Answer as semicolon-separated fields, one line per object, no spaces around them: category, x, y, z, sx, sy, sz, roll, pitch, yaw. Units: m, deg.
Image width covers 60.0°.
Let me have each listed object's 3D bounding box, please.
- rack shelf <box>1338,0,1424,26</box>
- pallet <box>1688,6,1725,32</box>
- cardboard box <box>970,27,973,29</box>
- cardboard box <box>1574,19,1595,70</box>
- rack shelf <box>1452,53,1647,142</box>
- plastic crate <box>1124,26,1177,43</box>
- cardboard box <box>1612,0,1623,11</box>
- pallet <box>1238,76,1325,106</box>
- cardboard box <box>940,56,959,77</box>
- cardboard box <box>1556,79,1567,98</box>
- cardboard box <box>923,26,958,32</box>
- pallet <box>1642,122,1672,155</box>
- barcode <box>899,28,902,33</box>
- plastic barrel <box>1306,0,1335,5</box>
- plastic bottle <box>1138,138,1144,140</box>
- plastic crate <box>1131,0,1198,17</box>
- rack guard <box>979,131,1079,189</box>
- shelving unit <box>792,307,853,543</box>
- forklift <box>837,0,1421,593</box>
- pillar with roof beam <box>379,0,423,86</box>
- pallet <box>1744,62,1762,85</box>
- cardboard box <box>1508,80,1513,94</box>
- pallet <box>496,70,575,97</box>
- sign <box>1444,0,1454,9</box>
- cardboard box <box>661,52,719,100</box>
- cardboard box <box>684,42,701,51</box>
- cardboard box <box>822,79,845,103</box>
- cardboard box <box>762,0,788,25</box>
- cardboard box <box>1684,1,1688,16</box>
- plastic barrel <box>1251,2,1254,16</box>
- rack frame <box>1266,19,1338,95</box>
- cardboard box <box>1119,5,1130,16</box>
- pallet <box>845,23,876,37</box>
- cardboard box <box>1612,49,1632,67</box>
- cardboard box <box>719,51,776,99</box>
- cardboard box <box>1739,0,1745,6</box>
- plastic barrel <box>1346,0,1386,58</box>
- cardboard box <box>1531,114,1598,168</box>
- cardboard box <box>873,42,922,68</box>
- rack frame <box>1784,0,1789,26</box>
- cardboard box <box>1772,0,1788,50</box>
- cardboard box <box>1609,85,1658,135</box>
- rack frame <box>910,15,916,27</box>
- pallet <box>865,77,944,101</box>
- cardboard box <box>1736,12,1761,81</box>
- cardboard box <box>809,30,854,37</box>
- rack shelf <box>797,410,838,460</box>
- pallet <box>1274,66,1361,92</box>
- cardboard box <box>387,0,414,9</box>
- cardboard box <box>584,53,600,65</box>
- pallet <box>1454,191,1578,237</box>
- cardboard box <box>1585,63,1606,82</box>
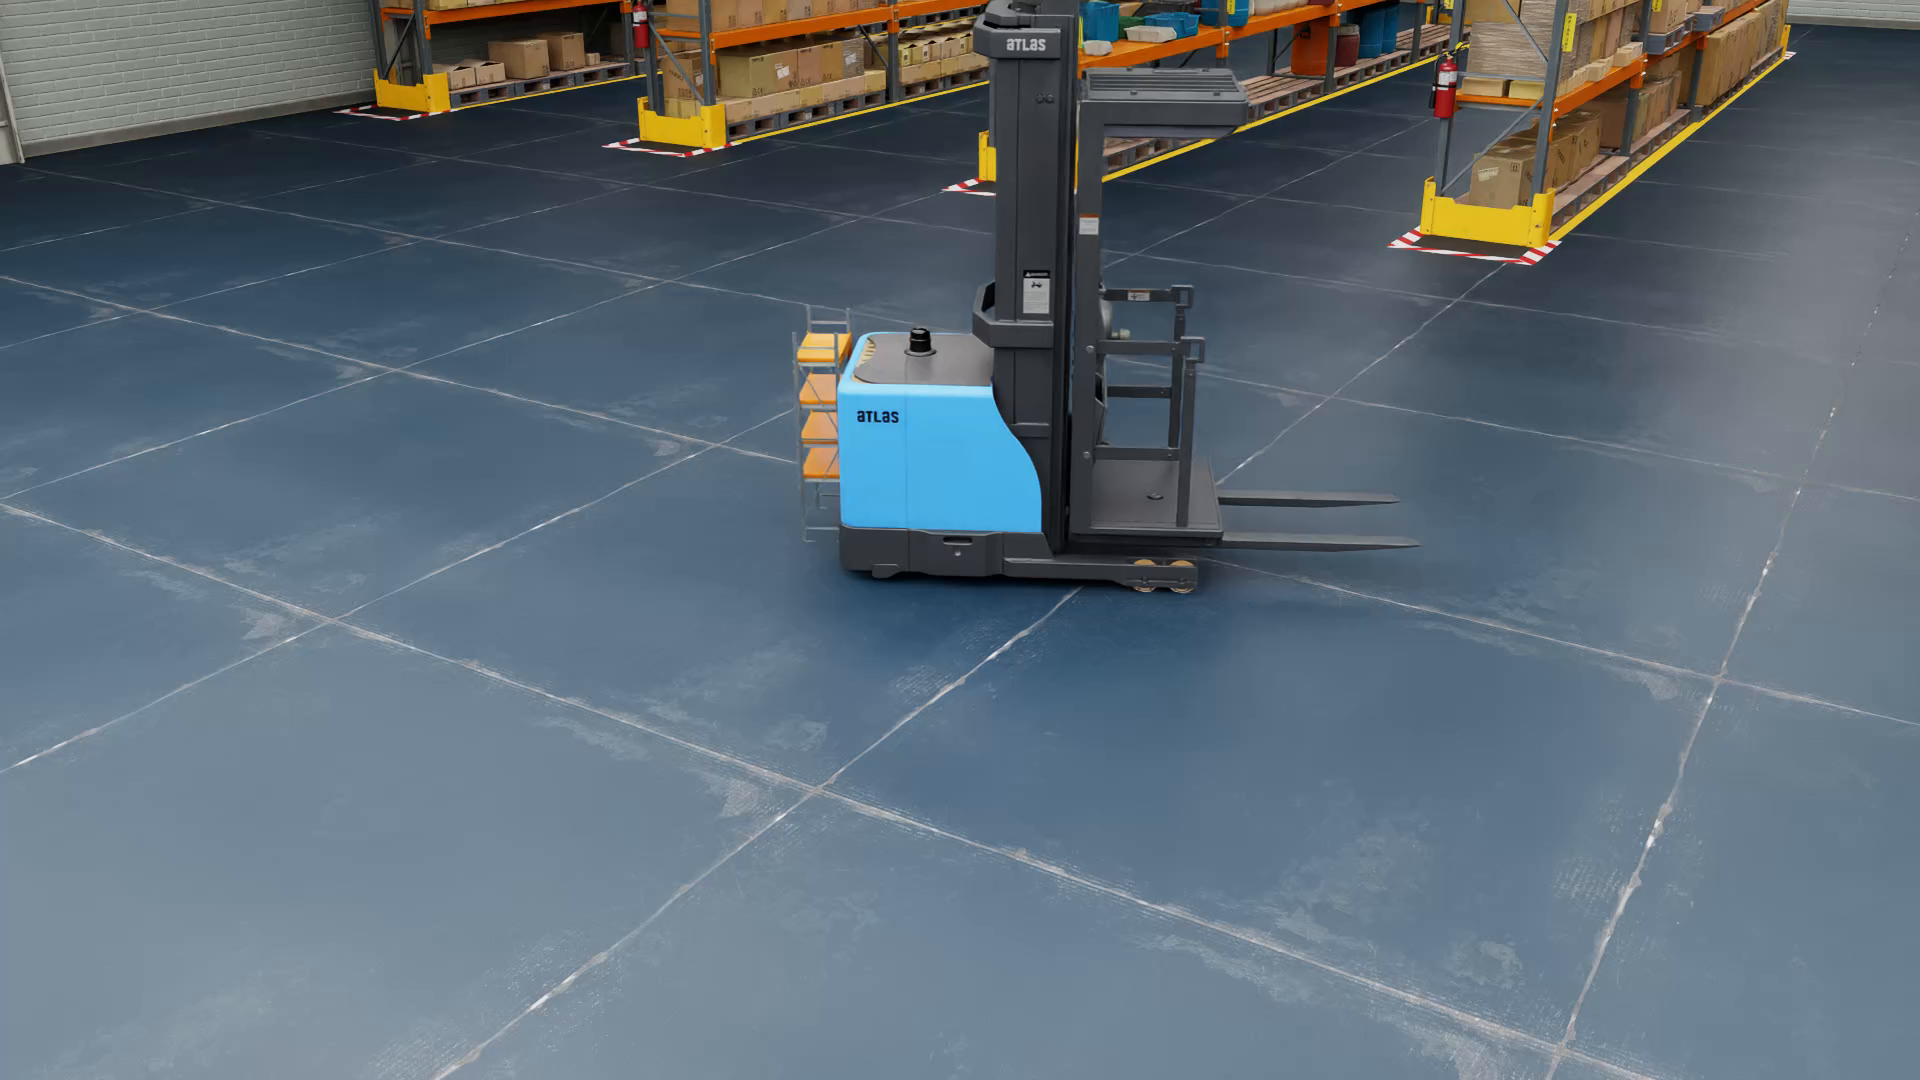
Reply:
rack shelf;6.048;-8.341;25.647;1.077;0.370;4.000;14;27;29
pallet;8.916;-6.607;20.978;1.213;0.211;1.003;14;27;29
cardboard box;0.451;-7.818;25.761;0.500;0.311;0.500;13;27;28
cardboard box;5.757;-4.974;16.463;0.875;0.500;0.500;14;27;29
rack shelf;6.036;-4.603;17.012;1.077;0.370;4.000;14;27;29
plastic crate;2.242;-5.924;19.490;0.530;0.136;0.437;14;27;29
cardboard box;6.294;-5.534;16.499;0.500;0.500;0.500;14;27;29
pallet;4.552;-6.463;23.913;1.003;0.211;1.213;14;27;29
cardboard box;-0.358;-7.048;24.687;0.500;0.250;0.500;13;27;27
cardboard box;5.482;-4.269;15.652;0.380;0.149;0.250;14;27;29
cardboard box;-0.280;-7.757;25.620;0.500;0.311;0.500;13;27;28
pallet;8.143;-5.005;20.545;1.003;0.211;1.213;14;27;29
barcode;-0.835;-7.179;23.442;0.001;0.075;0.075;14;27;29
plastic barrel;5.006;-7.838;23.409;0.600;0.536;0.708;14;27;29
plastic bottle;2.129;-4.870;19.590;0.061;0.283;0.133;14;27;30
plastic crate;2.499;-6.467;20.492;0.767;0.338;0.504;14;27;29
rack guard;0.773;-4.184;18.286;1.175;0.500;0.348;14;27;29
shelving unit;-0.739;-0.635;9.204;0.258;1.200;0.503;1;23;4
forklift;0.905;-1.289;8.538;3.031;2.935;1.130;2;23;4
pillar with roof beam;-4.352;-9.640;20.192;9.100;9.000;0.400;14;27;29
pallet;11.779;-7.268;25.774;1.003;0.211;1.213;14;27;29
cardboard box;5.089;-4.366;15.876;0.380;0.149;0.250;14;27;29
pallet;-6.500;-6.795;24.680;1.003;0.211;1.213;14;27;29
sign;4.520;-5.057;15.301;0.100;0.325;0.005;14;27;29
cardboard box;-3.403;-5.853;20.984;0.500;0.500;0.500;14;27;29
cardboard box;-4.626;-8.377;27.418;0.700;0.500;0.500;14;27;30
cardboard box;-1.905;-6.075;22.440;0.500;0.250;0.500;14;27;29
cardboard box;-2.636;-6.880;21.242;0.700;0.500;0.500;14;27;29
cardboard box;8.551;-6.470;20.059;0.396;0.266;0.258;13;27;27
plastic barrel;3.712;-6.997;21.811;0.301;0.262;0.301;0;23;0
rack frame;4.993;-7.996;23.944;1.000;3.000;0.127;14;27;29
cardboard box;2.612;-9.048;28.968;0.500;0.500;0.500;14;27;29
pallet;-2.299;-9.453;30.820;1.003;0.211;1.213;14;27;29
cardboard box;6.867;-5.096;17.563;0.380;0.149;0.250;14;27;29
cardboard box;-2.699;-5.914;21.123;0.500;0.500;0.500;14;27;29
cardboard box;10.760;-7.795;23.355;0.500;0.500;0.500;14;27;28
plastic barrel;6.428;-8.157;26.428;0.600;0.901;0.708;14;27;29
cardboard box;6.550;-4.332;18.099;0.500;0.500;0.500;-18;29;-36
cardboard box;-0.893;-6.961;23.780;0.500;0.311;0.500;14;27;29
rack frame;13.421;-9.658;27.784;1.000;3.000;0.127;14;27;29
cardboard box;13.151;-8.643;27.585;0.875;0.875;0.875;14;27;29
cardboard box;7.996;-5.211;20.105;0.700;0.500;0.500;11;26;24
rack frame;-1.313;-11.422;31.859;1.000;3.000;0.127;14;27;29
pallet;-0.967;-6.662;24.374;1.003;0.211;1.213;14;27;29
cardboard box;10.990;-7.305;24.495;1.225;0.875;0.875;14;27;29
cardboard box;-1.834;-6.869;23.330;0.500;0.500;0.500;14;27;29
rack shelf;-0.739;-0.574;9.231;0.258;0.148;0.480;1;23;4
pallet;5.374;-6.991;25.133;1.003;0.211;1.213;14;27;29
cardboard box;-7.561;-7.511;22.987;0.500;0.250;0.500;14;27;30
cardboard box;-5.790;-7.437;25.665;0.380;0.166;0.250;10;25;22
pallet;5.480;-3.271;16.539;1.003;0.211;1.213;14;27;29
cardboard box;6.208;-4.675;16.589;0.380;0.149;0.250;14;27;29
